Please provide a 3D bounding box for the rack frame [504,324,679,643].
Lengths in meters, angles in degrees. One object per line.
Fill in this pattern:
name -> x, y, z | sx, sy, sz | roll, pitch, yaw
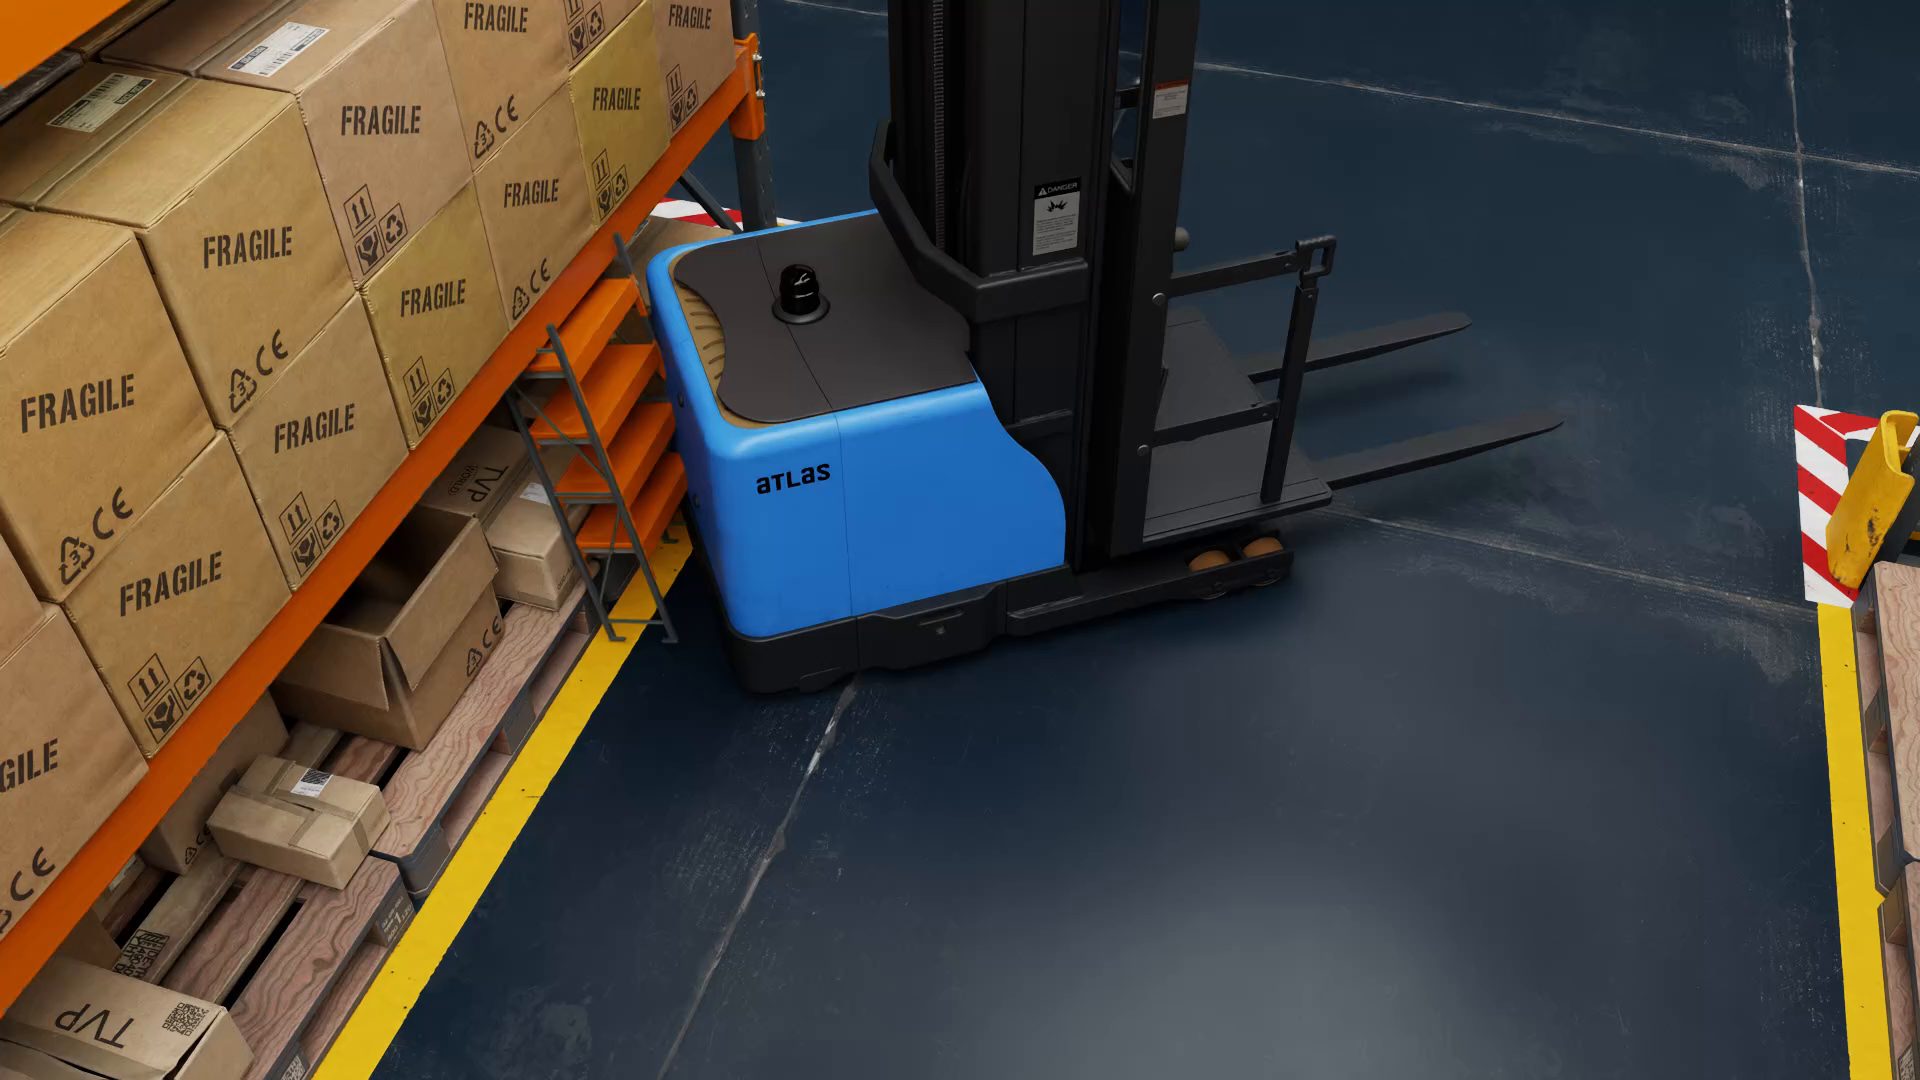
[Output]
rack frame -> -1.124, -0.134, 4.973 | 0.240, 1.200, 0.015 | 0, 40, 17

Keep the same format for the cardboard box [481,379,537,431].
cardboard box -> -1.762, -0.486, 5.754 | 0.500, 0.250, 0.500 | 13, 46, 13

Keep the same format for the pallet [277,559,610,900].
pallet -> -1.811, 0.442, 5.147 | 1.003, 0.211, 1.213 | 13, 46, 13

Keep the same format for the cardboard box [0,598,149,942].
cardboard box -> -1.973, 0.401, 3.124 | 0.500, 0.500, 0.500 | 14, 46, 14

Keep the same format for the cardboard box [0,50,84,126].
cardboard box -> -2.175, -0.744, 3.579 | 0.500, 0.500, 0.500 | 13, 46, 13

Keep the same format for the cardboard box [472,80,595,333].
cardboard box -> -1.362, -0.949, 4.504 | 0.500, 0.500, 0.500 | 13, 46, 13

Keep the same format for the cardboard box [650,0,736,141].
cardboard box -> -1.052, -1.627, 5.196 | 0.500, 0.500, 0.500 | 14, 46, 14

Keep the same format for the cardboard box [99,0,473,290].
cardboard box -> -1.509, -0.960, 3.800 | 0.500, 0.500, 0.500 | 14, 46, 14

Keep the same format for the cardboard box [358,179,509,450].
cardboard box -> -1.515, -0.613, 4.160 | 0.500, 0.500, 0.500 | 12, 46, 12

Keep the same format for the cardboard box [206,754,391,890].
cardboard box -> -1.801, 0.762, 4.538 | 0.380, 0.166, 0.250 | 13, 46, 13

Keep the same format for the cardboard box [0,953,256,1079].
cardboard box -> -2.054, 1.289, 3.896 | 0.500, 0.311, 0.500 | 13, 46, 13

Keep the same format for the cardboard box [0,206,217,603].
cardboard box -> -1.820, -0.273, 3.098 | 0.500, 0.500, 0.500 | 11, 45, 11

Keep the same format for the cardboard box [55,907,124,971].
cardboard box -> -2.485, 1.015, 4.041 | 0.500, 0.500, 0.500 | 13, 46, 13

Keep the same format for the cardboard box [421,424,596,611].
cardboard box -> -1.422, -0.080, 5.339 | 0.500, 0.250, 0.500 | 13, 46, 13

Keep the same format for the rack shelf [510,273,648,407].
rack shelf -> -1.140, -0.591, 4.906 | 0.258, 0.148, 0.480 | 0, 40, 17

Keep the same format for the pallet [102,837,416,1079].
pallet -> -2.178, 1.258, 4.314 | 1.003, 0.211, 1.213 | 13, 46, 13

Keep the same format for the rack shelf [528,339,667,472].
rack shelf -> -1.097, -0.411, 5.053 | 0.258, 0.148, 0.480 | 0, 40, 17

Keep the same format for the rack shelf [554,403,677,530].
rack shelf -> -1.057, -0.241, 5.192 | 0.258, 0.148, 0.480 | 0, 40, 17

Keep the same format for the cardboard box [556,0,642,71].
cardboard box -> -1.201, -1.649, 4.504 | 0.500, 0.500, 0.500 | 14, 46, 14

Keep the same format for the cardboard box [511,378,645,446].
cardboard box -> -1.314, -0.427, 5.752 | 0.380, 0.166, 0.250 | 13, 46, 13

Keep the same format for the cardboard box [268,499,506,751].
cardboard box -> -1.823, 0.200, 4.871 | 0.797, 0.503, 0.637 | 13, 46, 13

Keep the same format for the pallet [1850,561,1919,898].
pallet -> 3.257, 0.642, 4.943 | 1.003, 0.211, 1.213 | 13, 46, 13

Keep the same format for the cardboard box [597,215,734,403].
cardboard box -> -1.106, -0.797, 5.892 | 0.500, 0.500, 0.500 | 13, 46, 13

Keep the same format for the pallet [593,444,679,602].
pallet -> -1.439, -0.368, 5.976 | 1.003, 0.211, 1.213 | 13, 46, 13

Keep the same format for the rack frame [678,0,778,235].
rack frame -> -1.176, -1.947, 5.595 | 1.000, 3.000, 0.127 | 13, 46, 13

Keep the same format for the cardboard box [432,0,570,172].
cardboard box -> -1.353, -1.302, 4.150 | 0.500, 0.500, 0.500 | 14, 46, 14

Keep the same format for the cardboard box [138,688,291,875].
cardboard box -> -2.258, 0.583, 4.618 | 0.500, 0.311, 0.500 | 13, 46, 13

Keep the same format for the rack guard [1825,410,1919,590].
rack guard -> 3.539, -0.021, 5.414 | 1.175, 0.500, 0.348 | 13, 46, 13

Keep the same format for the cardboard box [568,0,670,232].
cardboard box -> -1.206, -1.280, 4.842 | 0.500, 0.500, 0.500 | 13, 46, 13

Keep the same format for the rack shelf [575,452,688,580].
rack shelf -> -1.021, -0.089, 5.316 | 0.258, 0.148, 0.480 | 0, 40, 17

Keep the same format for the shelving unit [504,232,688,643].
shelving unit -> -1.069, -0.292, 5.151 | 0.258, 1.200, 0.503 | 0, 40, 17

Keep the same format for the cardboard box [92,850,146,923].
cardboard box -> -2.428, 0.878, 4.432 | 0.380, 0.149, 0.250 | 13, 46, 13

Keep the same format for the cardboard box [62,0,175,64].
cardboard box -> -2.022, -1.079, 3.922 | 0.500, 0.500, 0.500 | 12, 46, 12

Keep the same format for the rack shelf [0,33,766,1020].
rack shelf -> -1.781, -0.357, 4.485 | 1.077, 0.370, 4.000 | 13, 46, 13

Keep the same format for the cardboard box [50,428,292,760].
cardboard box -> -1.821, 0.059, 3.473 | 0.500, 0.500, 0.500 | 13, 46, 13

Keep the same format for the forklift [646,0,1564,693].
forklift -> 0.591, -1.188, 4.868 | 3.031, 2.935, 1.130 | -13, 46, -13

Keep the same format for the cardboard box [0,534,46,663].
cardboard box -> -1.976, 0.071, 2.746 | 0.500, 0.500, 0.500 | 14, 46, 14

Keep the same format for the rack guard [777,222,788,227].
rack guard -> -1.199, -1.003, 6.418 | 1.175, 0.500, 0.348 | 13, 46, 13

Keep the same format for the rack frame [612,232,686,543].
rack frame -> -1.014, -0.450, 5.328 | 0.240, 1.200, 0.015 | 0, 40, 17

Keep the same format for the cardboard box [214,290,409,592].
cardboard box -> -1.667, -0.274, 3.814 | 0.500, 0.500, 0.500 | 12, 46, 12

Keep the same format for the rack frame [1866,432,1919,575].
rack frame -> 3.544, -0.896, 4.521 | 1.000, 3.000, 0.127 | 13, 46, 13

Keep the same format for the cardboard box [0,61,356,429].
cardboard box -> -1.664, -0.615, 3.448 | 0.500, 0.500, 0.500 | 11, 46, 11

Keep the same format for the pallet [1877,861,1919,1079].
pallet -> 2.886, 1.453, 4.114 | 1.003, 0.211, 1.213 | 13, 46, 13
